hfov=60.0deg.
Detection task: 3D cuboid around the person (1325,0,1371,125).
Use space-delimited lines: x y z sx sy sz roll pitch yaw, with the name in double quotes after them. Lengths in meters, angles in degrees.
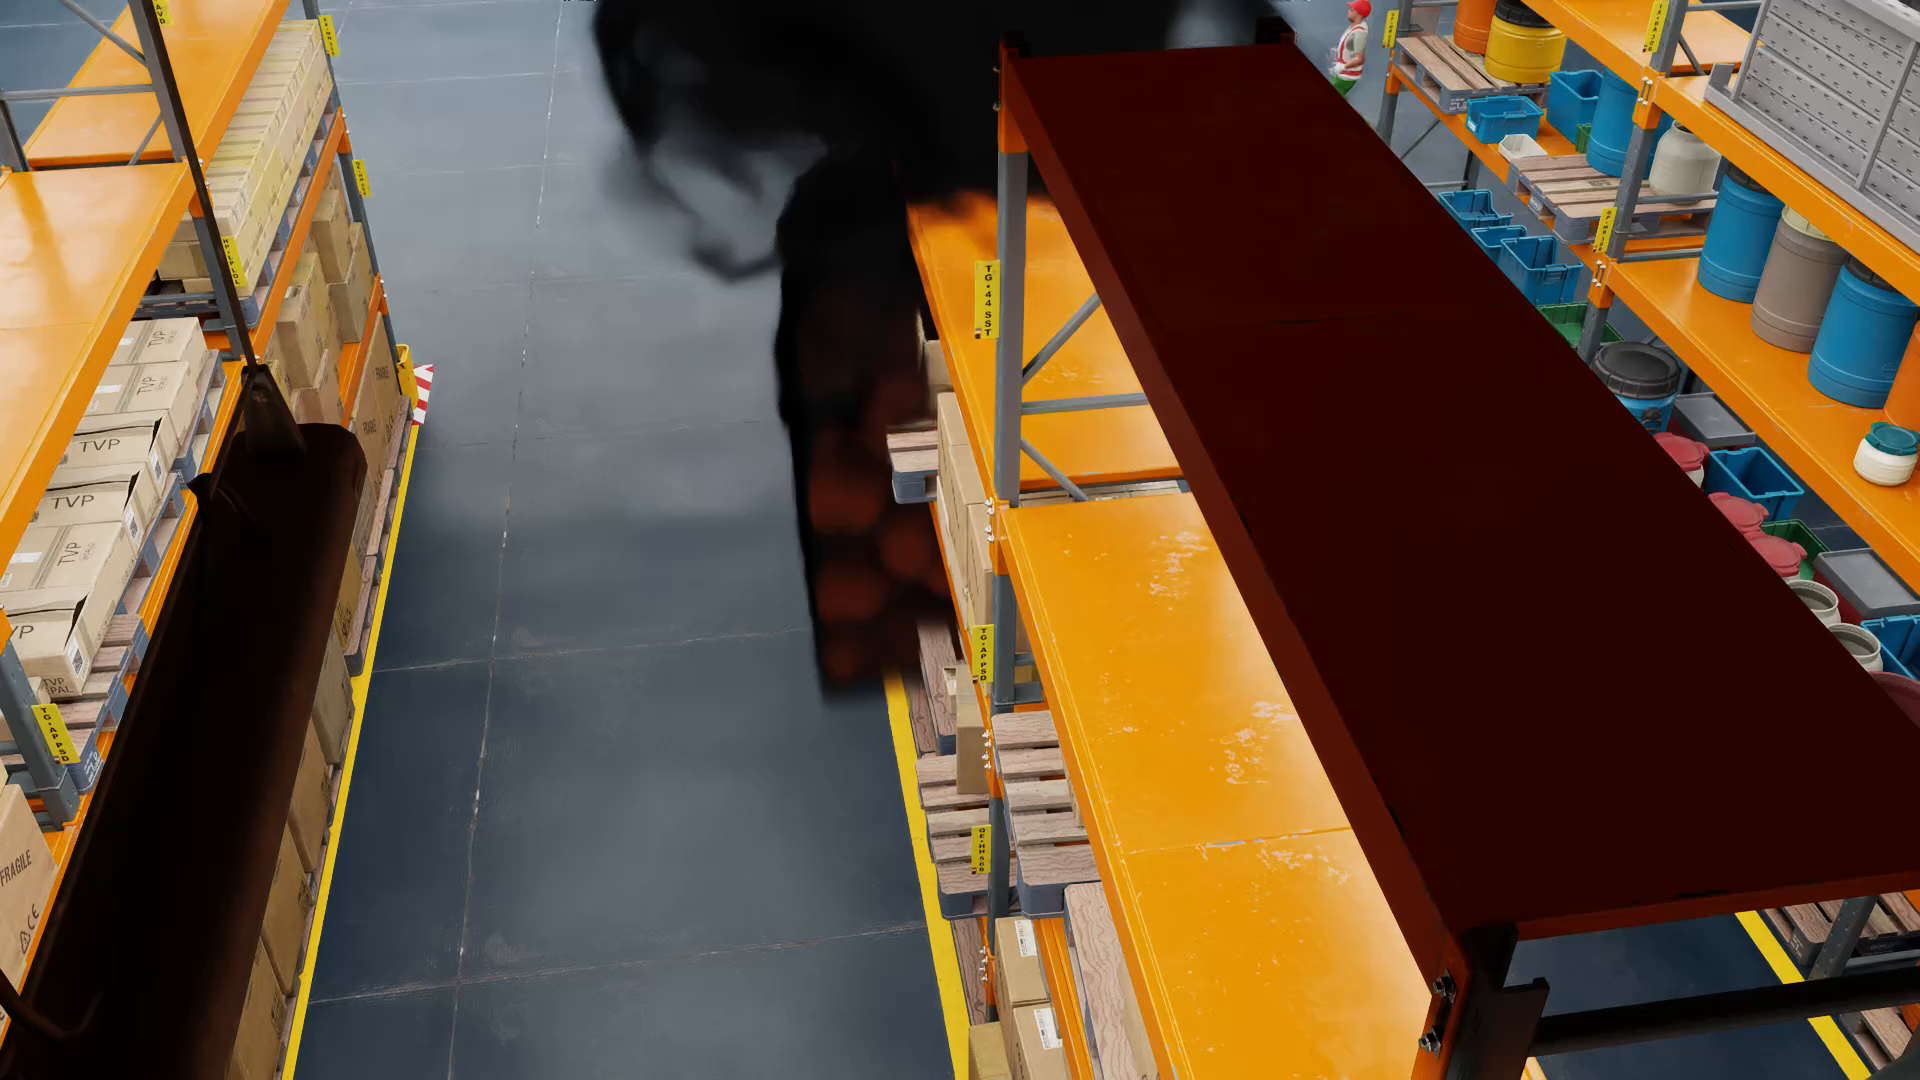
4.549 -5.443 19.396 0.621 1.737 0.653 8 37 11 "person"
